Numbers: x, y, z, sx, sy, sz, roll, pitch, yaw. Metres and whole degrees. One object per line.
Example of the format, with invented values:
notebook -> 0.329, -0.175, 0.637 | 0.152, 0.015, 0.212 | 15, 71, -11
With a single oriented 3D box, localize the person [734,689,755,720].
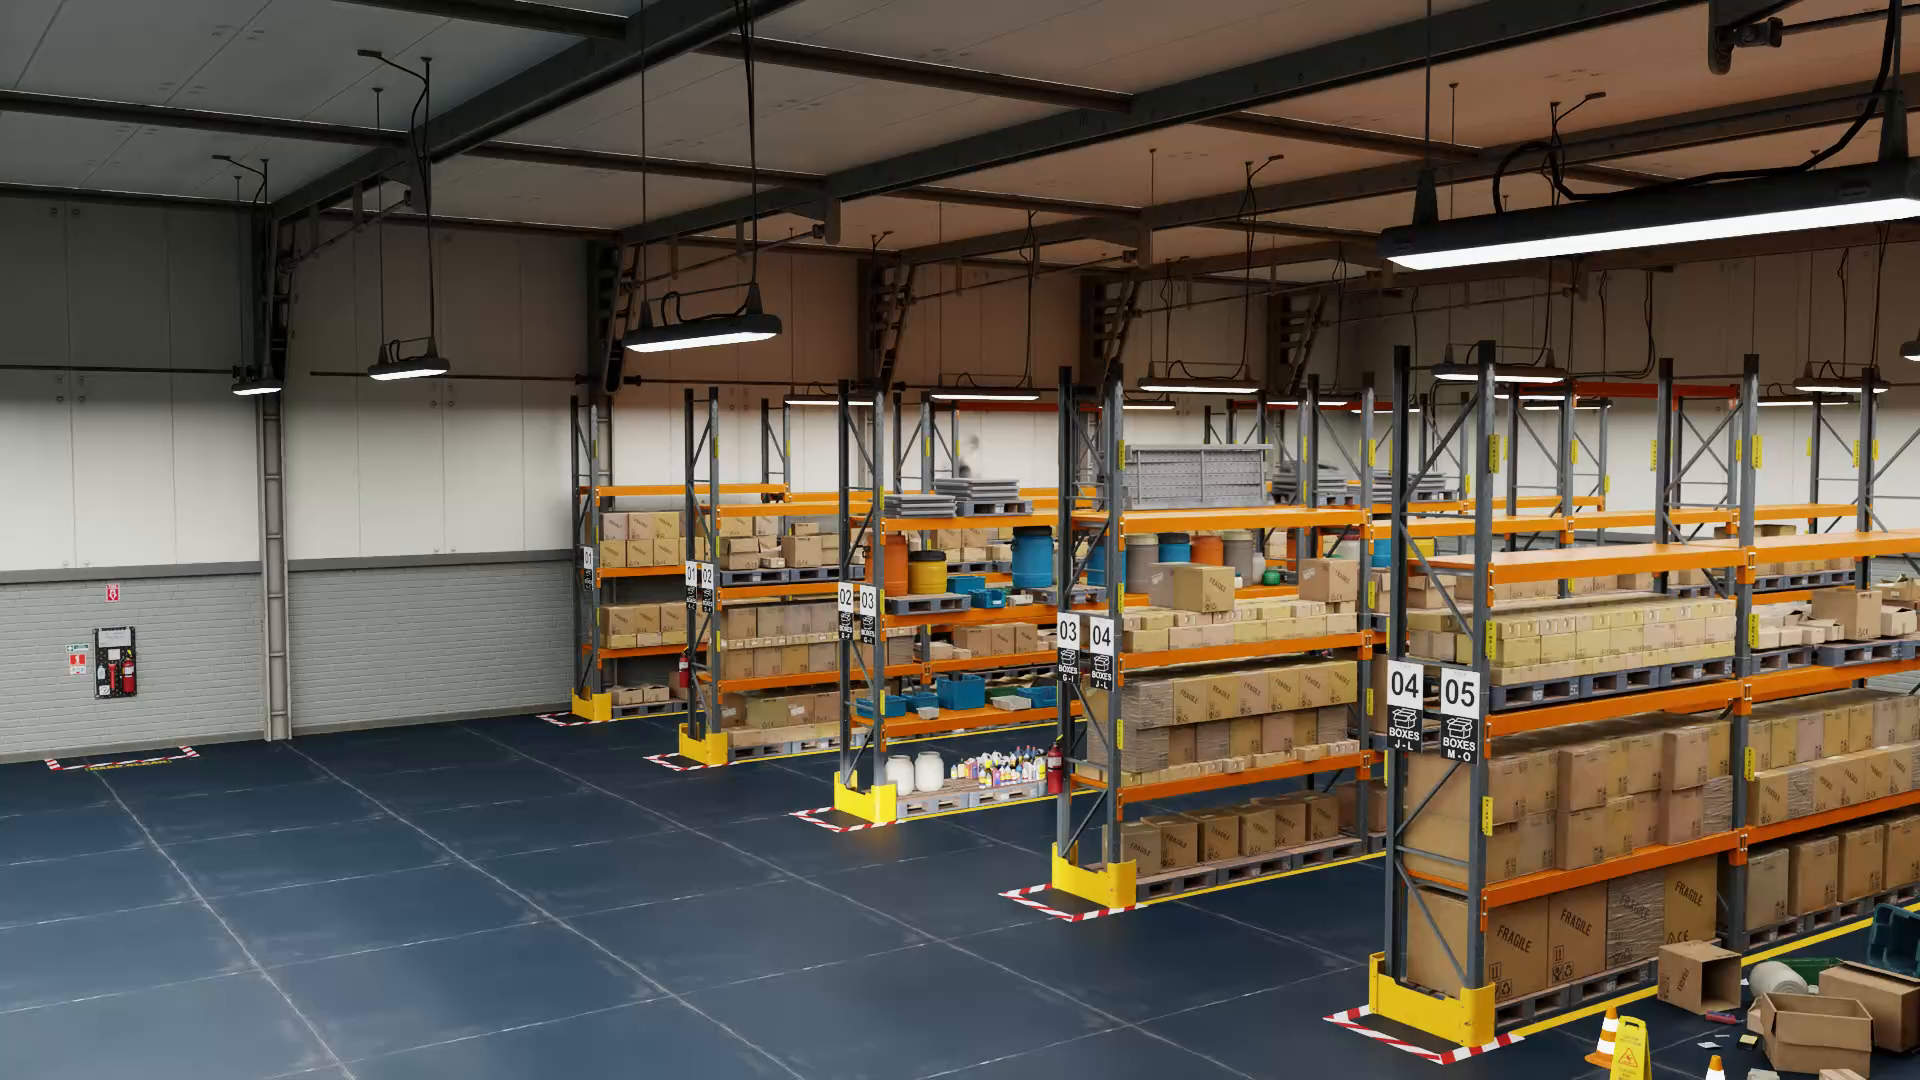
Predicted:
person -> -3.783, 2.542, 29.281 | 0.599, 1.731, 0.692 | -3, 4, -37
